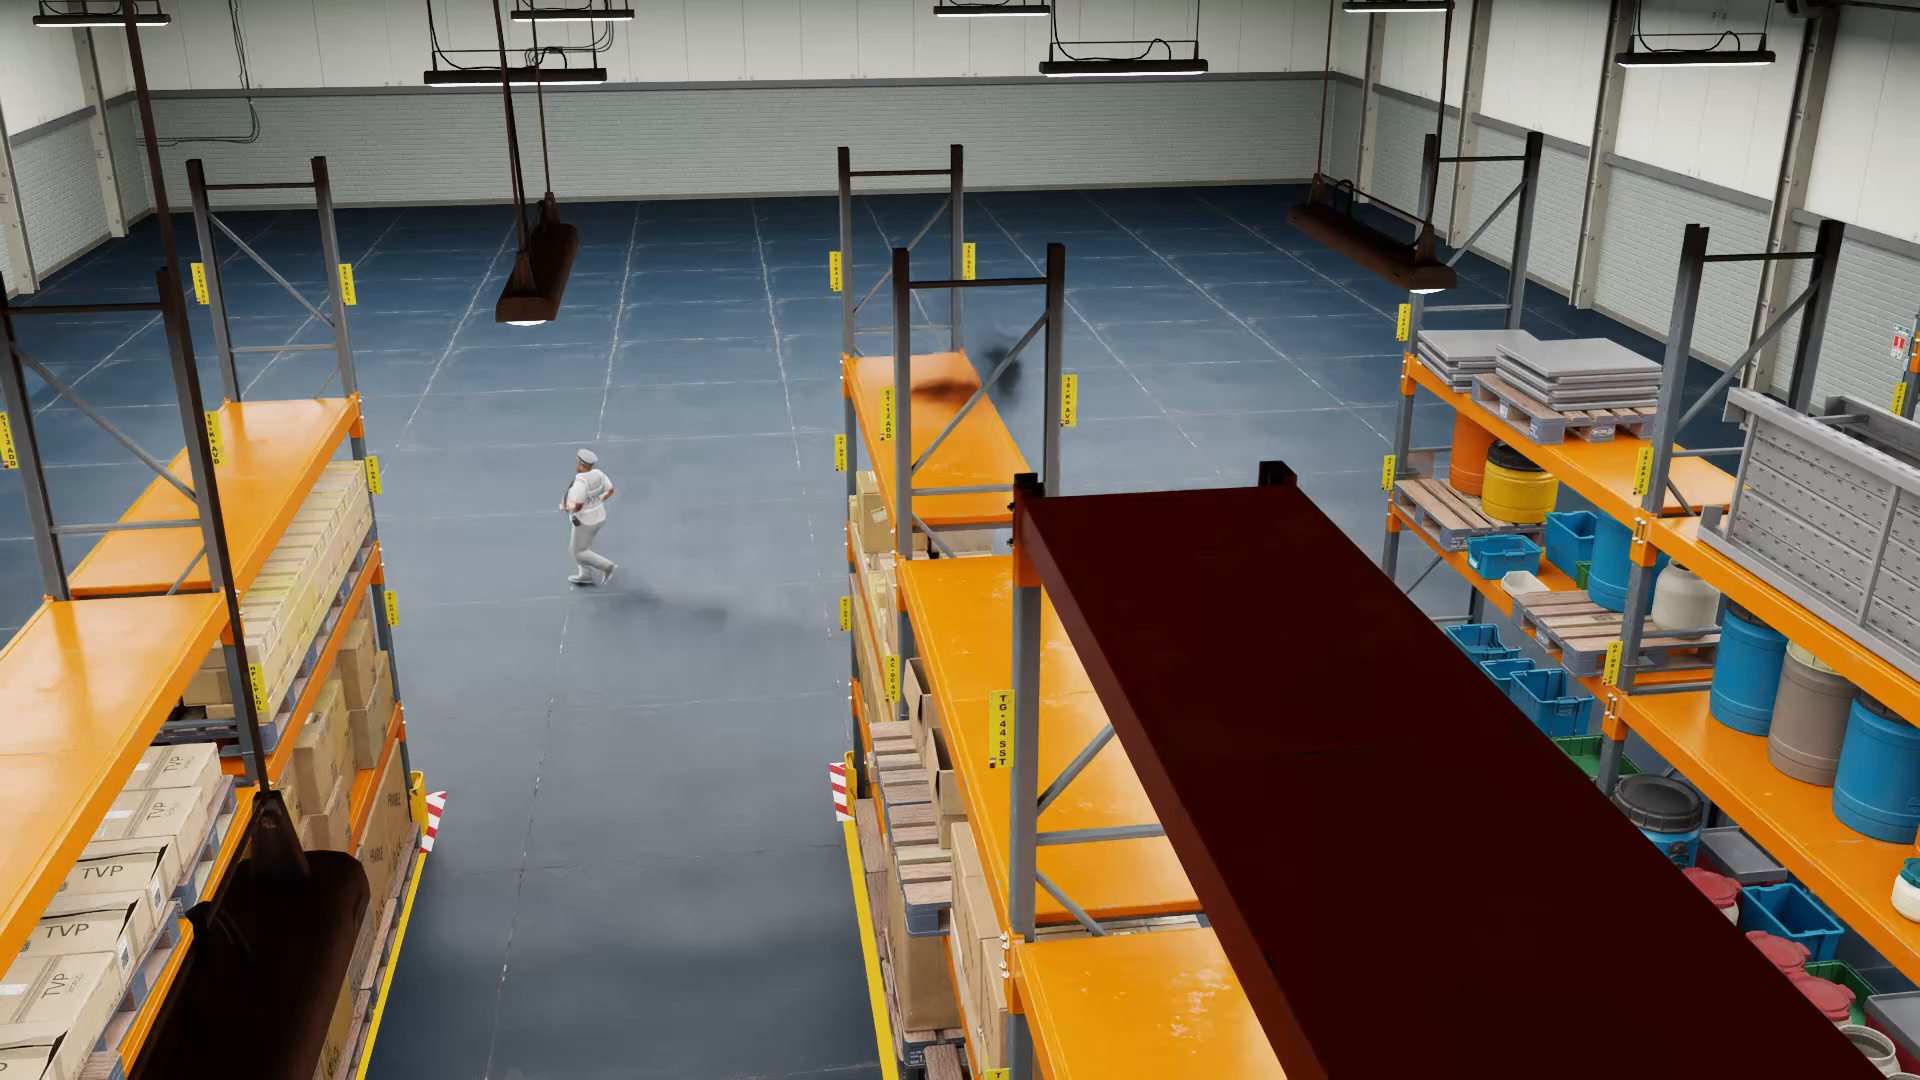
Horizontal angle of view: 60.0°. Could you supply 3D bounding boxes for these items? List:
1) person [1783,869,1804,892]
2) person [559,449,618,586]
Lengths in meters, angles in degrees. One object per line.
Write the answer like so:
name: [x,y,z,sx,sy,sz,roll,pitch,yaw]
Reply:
person: [6.817,2.313,13.621,0.484,1.585,0.625,-10,24,-24]
person: [-4.455,-0.262,19.934,0.735,1.740,0.671,8,23,19]
